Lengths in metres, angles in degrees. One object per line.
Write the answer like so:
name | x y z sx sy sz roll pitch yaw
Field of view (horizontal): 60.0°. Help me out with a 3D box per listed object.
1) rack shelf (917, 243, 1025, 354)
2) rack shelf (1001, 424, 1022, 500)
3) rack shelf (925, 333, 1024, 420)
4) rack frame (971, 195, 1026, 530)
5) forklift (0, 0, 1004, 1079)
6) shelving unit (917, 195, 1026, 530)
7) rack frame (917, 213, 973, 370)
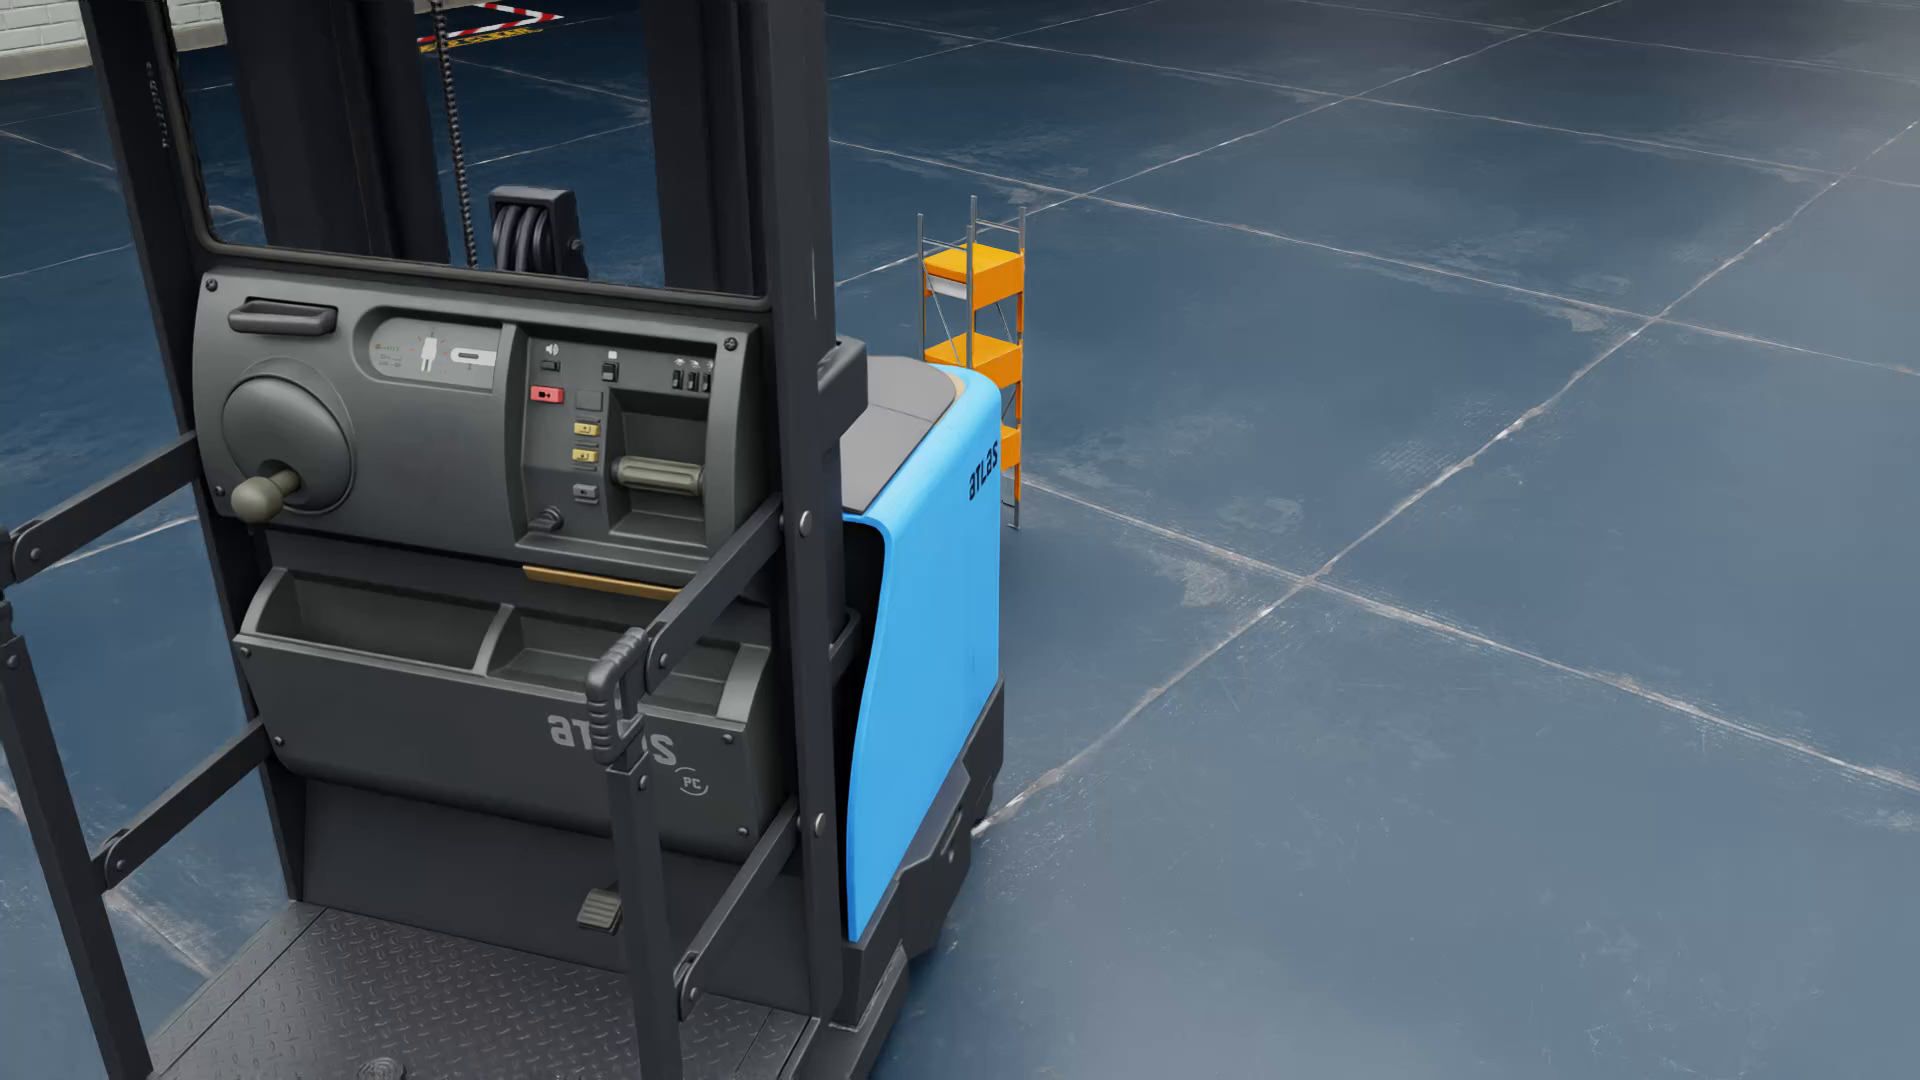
rack shelf | 0.034 -0.728 4.920 0.215 0.259 0.240 21 34 34
rack shelf | 0.034 -0.229 5.178 0.215 0.259 0.240 21 34 34
rack shelf | 0.034 -0.476 5.050 0.215 0.259 0.240 21 34 34
rack frame | 0.112 -0.529 5.129 0.200 1.050 0.008 21 34 34
forklift | -0.815 -0.141 2.332 1.130 2.935 3.031 8 28 15
shelving unit | 0.034 -0.485 5.045 0.215 1.050 0.252 21 34 34
rack frame | -0.044 -0.442 4.962 0.200 1.050 0.008 21 34 34
